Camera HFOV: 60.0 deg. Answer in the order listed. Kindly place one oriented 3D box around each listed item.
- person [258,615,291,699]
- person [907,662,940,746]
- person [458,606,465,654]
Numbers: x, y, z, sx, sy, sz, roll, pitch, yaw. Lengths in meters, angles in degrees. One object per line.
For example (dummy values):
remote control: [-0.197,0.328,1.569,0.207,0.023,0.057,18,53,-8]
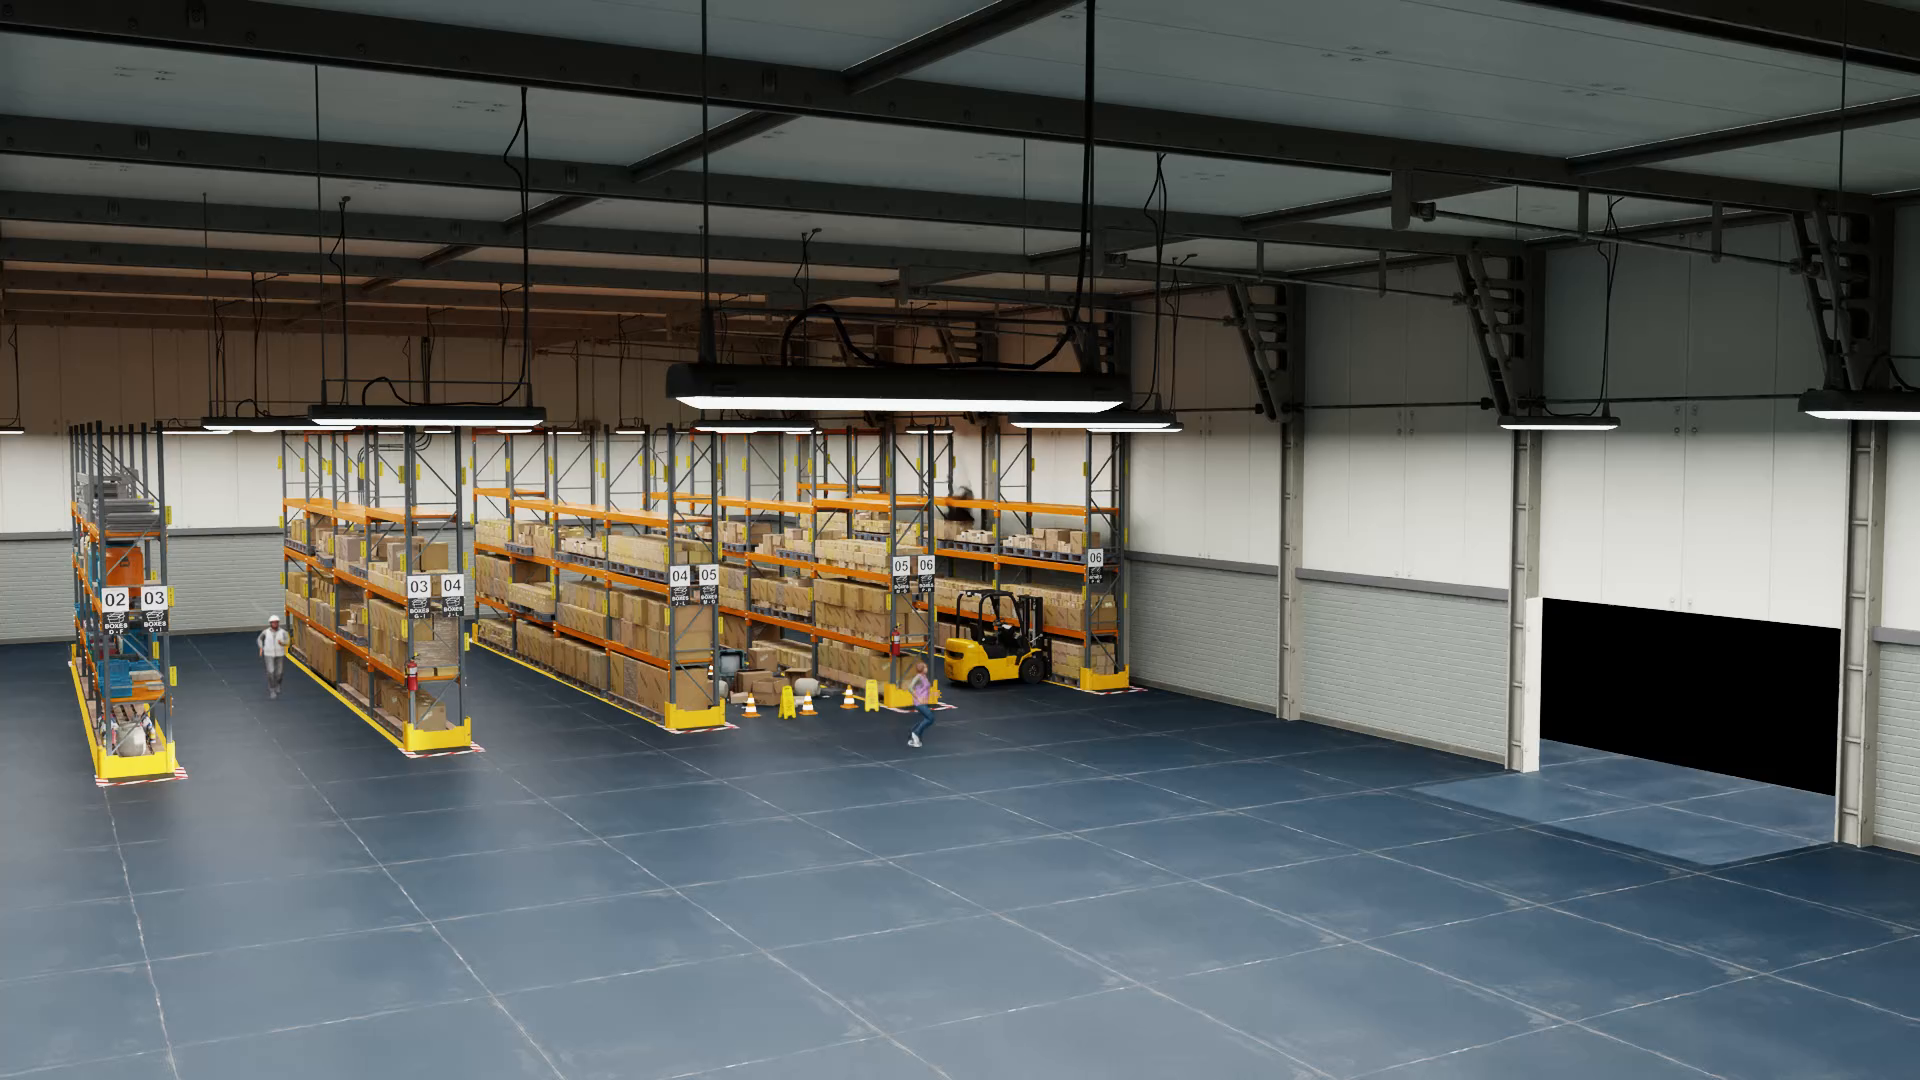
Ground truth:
person: [-15.066,2.549,36.575,0.645,1.785,0.904,-2,4,-29]
person: [-0.688,3.031,30.681,0.601,1.559,0.513,1,4,11]
person: [-13.151,2.175,43.200,0.659,1.736,0.933,-2,4,-28]
